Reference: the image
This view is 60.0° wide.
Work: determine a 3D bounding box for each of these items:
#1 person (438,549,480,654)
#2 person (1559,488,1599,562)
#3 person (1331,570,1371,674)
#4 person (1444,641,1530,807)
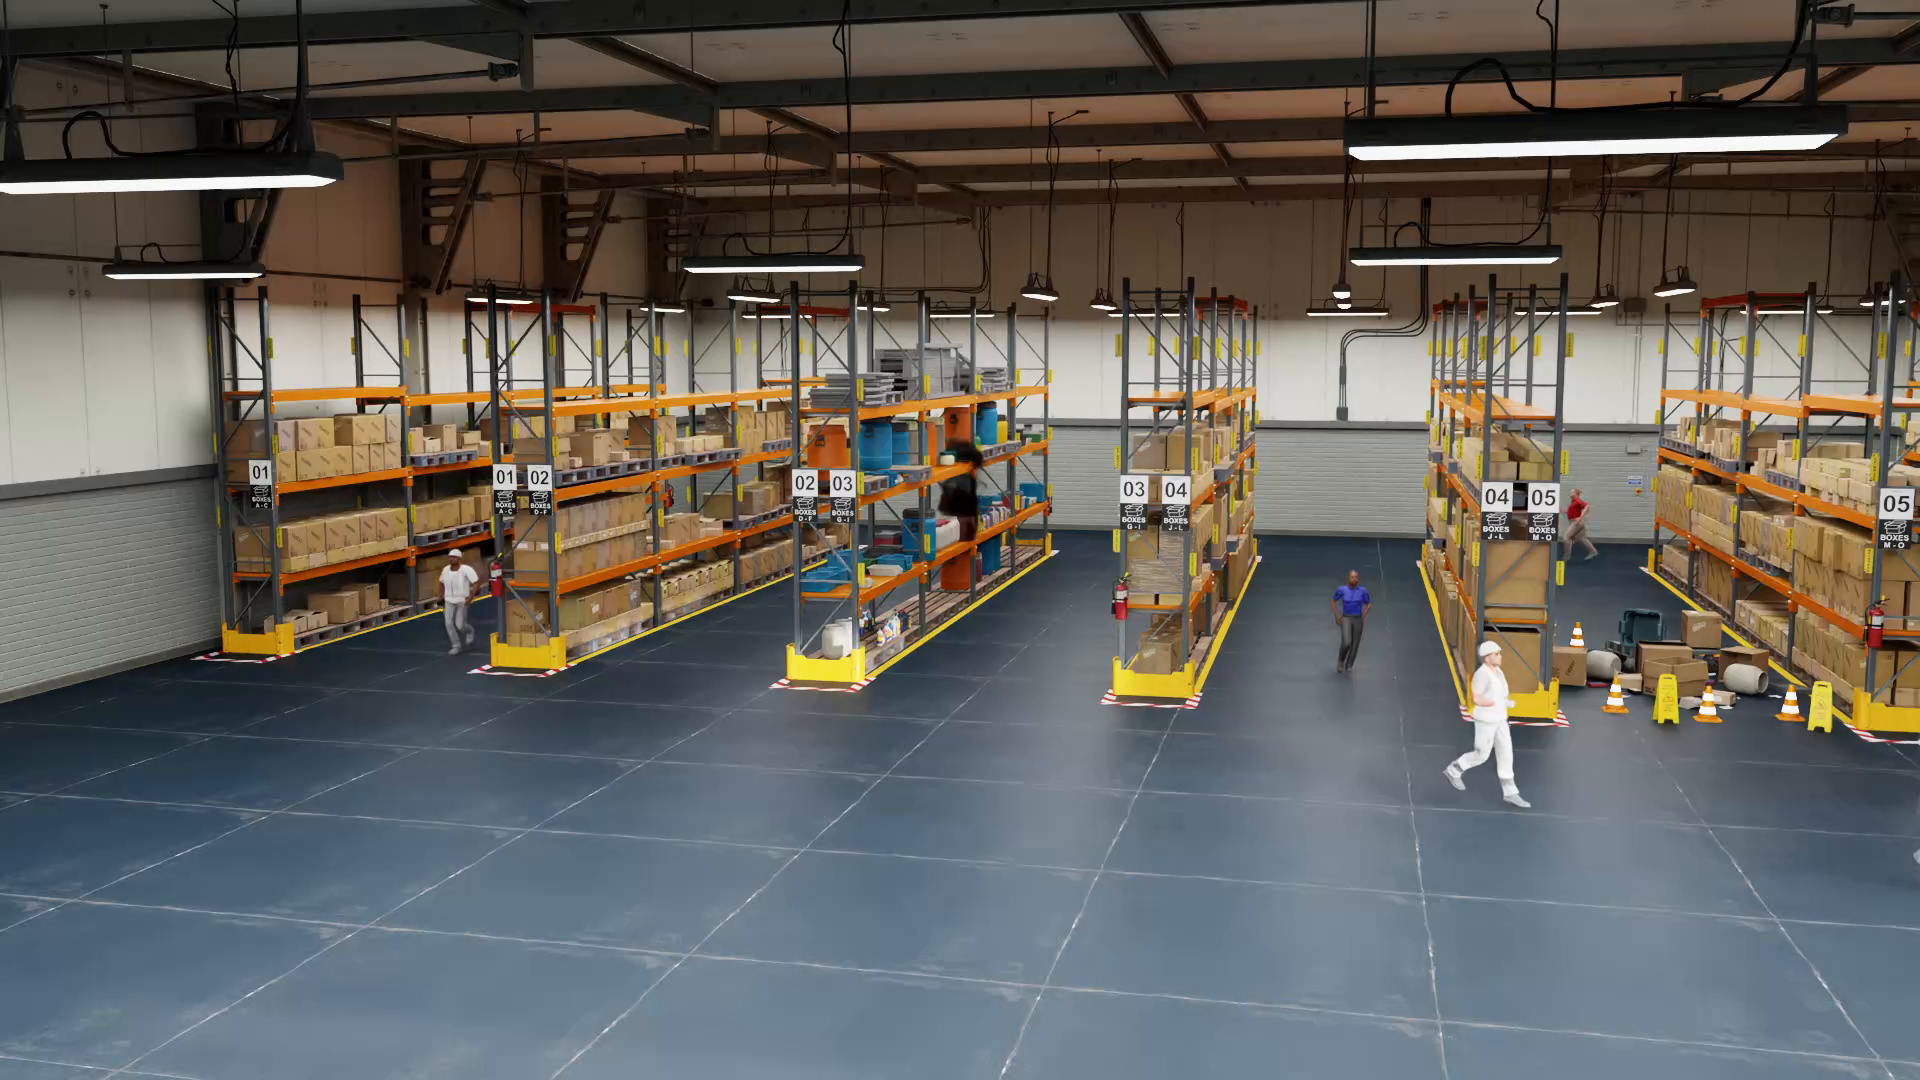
[{"bbox_3d":[-8.276,0.995,27.480,0.726,1.724,0.641,1,7,10],"label":"person"},{"bbox_3d":[14.488,-0.310,38.928,0.929,1.786,0.672,2,7,19],"label":"person"},{"bbox_3d":[6.015,1.271,25.487,0.585,1.626,0.589,0,7,1],"label":"person"},{"bbox_3d":[5.821,1.997,18.299,0.654,1.786,0.987,-6,9,-44],"label":"person"}]
